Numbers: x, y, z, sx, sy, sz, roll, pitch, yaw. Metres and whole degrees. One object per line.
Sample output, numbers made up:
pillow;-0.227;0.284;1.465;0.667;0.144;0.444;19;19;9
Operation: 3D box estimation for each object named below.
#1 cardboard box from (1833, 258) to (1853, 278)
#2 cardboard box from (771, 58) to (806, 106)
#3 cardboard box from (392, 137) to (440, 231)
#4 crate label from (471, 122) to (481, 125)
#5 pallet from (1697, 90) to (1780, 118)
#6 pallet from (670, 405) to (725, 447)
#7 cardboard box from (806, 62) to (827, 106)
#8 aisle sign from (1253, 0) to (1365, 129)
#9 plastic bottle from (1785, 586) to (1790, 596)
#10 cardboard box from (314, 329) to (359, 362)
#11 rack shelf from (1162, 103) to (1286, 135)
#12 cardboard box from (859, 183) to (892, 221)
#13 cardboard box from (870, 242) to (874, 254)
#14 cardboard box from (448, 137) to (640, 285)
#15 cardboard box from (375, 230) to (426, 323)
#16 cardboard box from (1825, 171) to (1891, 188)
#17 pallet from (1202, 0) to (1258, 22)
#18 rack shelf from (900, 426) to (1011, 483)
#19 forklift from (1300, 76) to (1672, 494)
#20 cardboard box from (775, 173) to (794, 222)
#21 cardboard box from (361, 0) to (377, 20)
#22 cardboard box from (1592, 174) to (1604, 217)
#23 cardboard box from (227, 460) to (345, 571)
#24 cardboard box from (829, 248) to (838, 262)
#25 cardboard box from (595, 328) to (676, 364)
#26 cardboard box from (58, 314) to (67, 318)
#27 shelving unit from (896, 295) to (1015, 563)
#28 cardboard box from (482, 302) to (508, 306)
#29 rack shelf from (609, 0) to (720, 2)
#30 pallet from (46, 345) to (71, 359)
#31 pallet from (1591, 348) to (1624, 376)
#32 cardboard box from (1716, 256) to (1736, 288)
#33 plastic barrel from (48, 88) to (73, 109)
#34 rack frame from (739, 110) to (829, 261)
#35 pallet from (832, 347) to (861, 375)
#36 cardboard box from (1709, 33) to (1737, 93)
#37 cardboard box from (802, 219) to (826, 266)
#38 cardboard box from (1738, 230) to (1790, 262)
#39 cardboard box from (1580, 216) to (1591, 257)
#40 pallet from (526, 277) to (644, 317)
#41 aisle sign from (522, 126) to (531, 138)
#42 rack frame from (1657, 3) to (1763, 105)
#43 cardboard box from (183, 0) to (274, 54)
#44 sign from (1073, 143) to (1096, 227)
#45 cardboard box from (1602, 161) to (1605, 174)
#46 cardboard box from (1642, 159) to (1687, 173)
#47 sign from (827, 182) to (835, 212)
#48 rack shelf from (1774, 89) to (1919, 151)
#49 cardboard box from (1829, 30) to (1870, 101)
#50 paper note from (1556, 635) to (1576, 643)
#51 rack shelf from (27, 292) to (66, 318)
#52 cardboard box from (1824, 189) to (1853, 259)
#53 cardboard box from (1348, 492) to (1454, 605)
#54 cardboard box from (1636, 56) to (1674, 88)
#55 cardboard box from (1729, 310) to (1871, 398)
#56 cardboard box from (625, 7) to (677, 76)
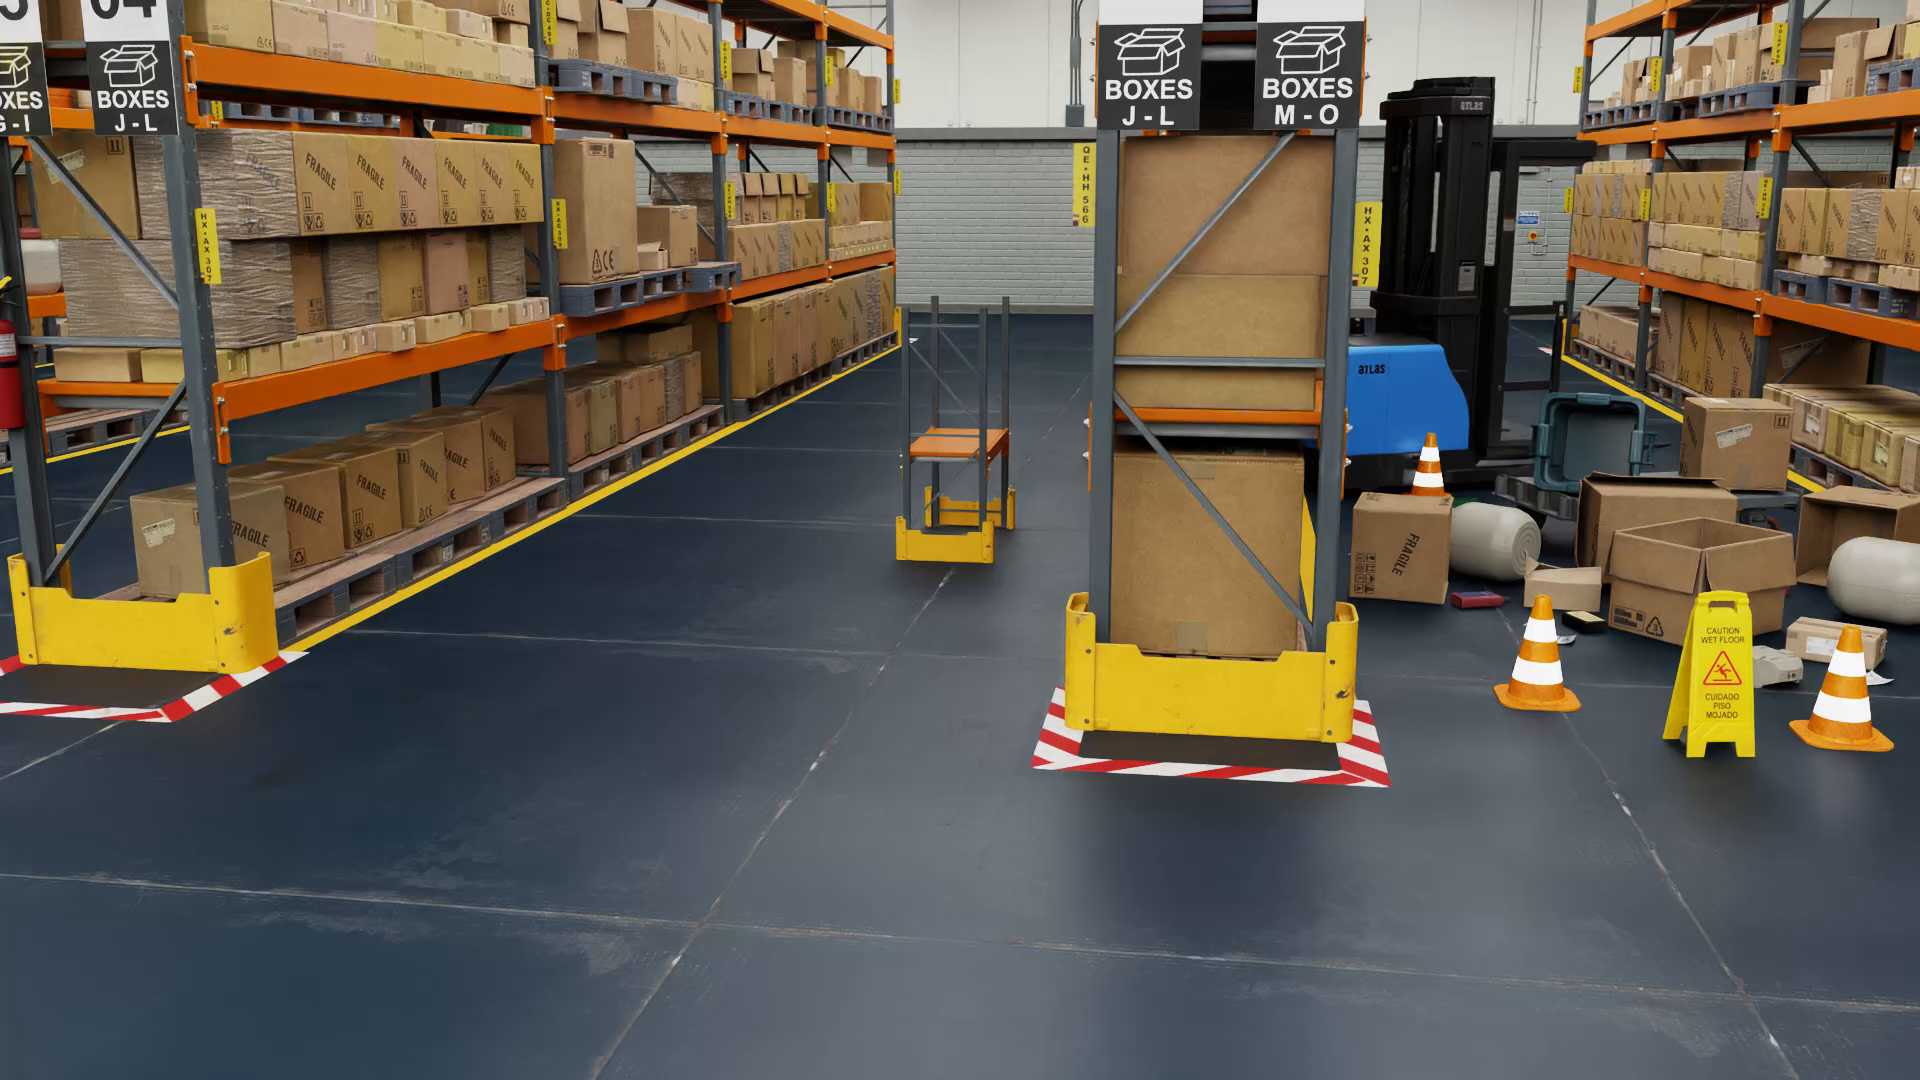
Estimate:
cardboard box;6.751;-2.031;12.397;0.380;0.149;0.250;3;12;12
cardboard box;-2.085;-4.986;18.154;0.700;0.500;0.500;2;12;10
cardboard box;-3.267;-1.989;9.288;0.500;0.500;0.500;2;12;9
crate label;-6.745;-5.592;22.552;0.408;0.251;0.502;2;12;9
pallet;7.387;-3.975;15.148;1.003;0.211;1.213;2;12;11
pallet;-2.742;-1.028;14.762;1.003;0.211;1.213;2;12;9
cardboard box;-1.944;-5.321;19.470;0.700;0.500;0.500;1;12;5
aisle sign;1.320;-1.953;6.265;0.394;0.787;0.004;2;12;9
plastic bottle;4.505;0.244;9.214;0.133;0.061;0.283;4;13;18
cardboard box;-3.397;-1.025;8.724;0.380;0.149;0.250;2;12;9
rack shelf;1.957;-3.070;12.208;1.077;0.370;4.000;2;12;9
cardboard box;-1.205;-4.548;22.346;0.500;0.500;0.500;2;12;9
cardboard box;-1.315;-3.745;21.346;0.380;0.149;0.250;2;12;9
cardboard box;-2.975;-2.380;11.998;1.000;1.000;1.000;2;12;9
cardboard box;-3.573;-1.511;9.440;0.875;0.500;0.500;2;12;9
cardboard box;7.489;-2.865;14.057;0.500;0.500;0.500;1;12;7
pallet;1.138;-2.284;7.064;1.003;0.211;1.213;2;12;9
rack shelf;-0.013;-0.540;10.291;0.538;0.185;1.000;2;12;9
forklift;3.968;-1.922;12.454;3.031;2.935;1.130;-4;13;-17
cardboard box;-2.212;-3.650;17.691;0.797;0.503;0.637;2;12;9
cardboard box;-3.354;-2.849;8.884;0.380;0.149;0.250;2;12;8
cardboard box;7.903;-4.130;19.925;0.500;0.500;0.500;2;12;8
cardboard box;-3.680;-0.127;8.898;0.500;0.500;0.500;5;13;23
cardboard box;-1.631;-3.314;19.349;0.380;0.149;0.250;2;12;9
cardboard box;-2.765;-1.662;14.195;0.500;0.250;0.500;3;13;15
cardboard box;-11.871;-2.893;22.134;0.500;0.311;0.500;2;12;9
shelving unit;-0.012;-0.717;10.262;0.587;1.500;1.083;2;12;9
cardboard box;-3.124;-1.442;10.661;0.380;0.149;0.250;2;12;9
rack shelf;-2.928;-4.523;12.777;1.077;0.370;4.000;2;12;9
pallet;-11.687;-2.488;21.537;1.003;0.211;1.213;2;12;9
pallet;8.166;-2.113;19.795;1.003;0.211;1.213;2;12;9
cardboard box;7.056;-2.380;14.772;0.500;0.250;0.500;2;12;10
plastic barrel;-7.956;-4.090;14.214;0.600;0.830;0.708;2;12;9
rack frame;-2.005;-3.386;19.087;1.000;3.000;0.127;2;12;9
pallet;-1.811;-2.179;20.103;1.003;0.211;1.213;2;12;9
cardboard box;7.156;-4.329;15.108;0.500;0.500;0.500;2;12;9
cardboard box;-1.807;-3.329;18.583;0.500;0.500;0.500;2;12;9
cardboard box;6.995;-2.513;14.202;0.500;0.250;0.500;2;12;8
cardboard box;7.994;-3.750;20.537;0.500;0.500;0.500;2;12;8
pallet;-2.974;-1.782;12.096;1.003;0.211;1.213;2;12;9
aisle sign;-5.984;-5.656;23.447;0.394;0.787;0.004;2;12;9
rack frame;7.787;-5.998;16.965;1.000;3.000;0.127;2;12;9
cardboard box;-3.521;-2.373;7.622;0.500;0.250;0.500;2;12;10
sign;0.501;-1.409;6.600;0.100;0.325;0.005;2;12;9
cardboard box;7.940;-4.469;19.959;0.380;0.149;0.250;2;12;9
cardboard box;7.520;-3.994;17.758;0.380;0.149;0.250;2;12;7
sign;-1.468;-3.898;18.901;0.100;0.325;0.005;2;12;9
rack shelf;6.864;-2.931;11.561;1.077;0.370;4.000;2;12;9
cardboard box;7.016;-3.551;12.493;0.700;0.500;0.500;2;12;9
paper note;2.947;0.483;8.184;0.144;0.017;0.142;7;14;28
rack shelf;-7.822;-1.946;14.112;1.077;0.370;4.000;2;12;9
cardboard box;6.725;-2.327;12.229;0.500;0.500;0.500;2;12;10
cardboard box;2.425;0.038;9.125;0.500;0.500;0.500;4;13;18
cardboard box;7.962;-5.118;18.523;0.797;0.503;0.637;3;12;13
cardboard box;7.360;-1.540;14.567;0.875;0.875;0.875;2;12;8
cardboard box;-2.606;-3.996;13.373;0.500;0.500;0.500;2;12;10
